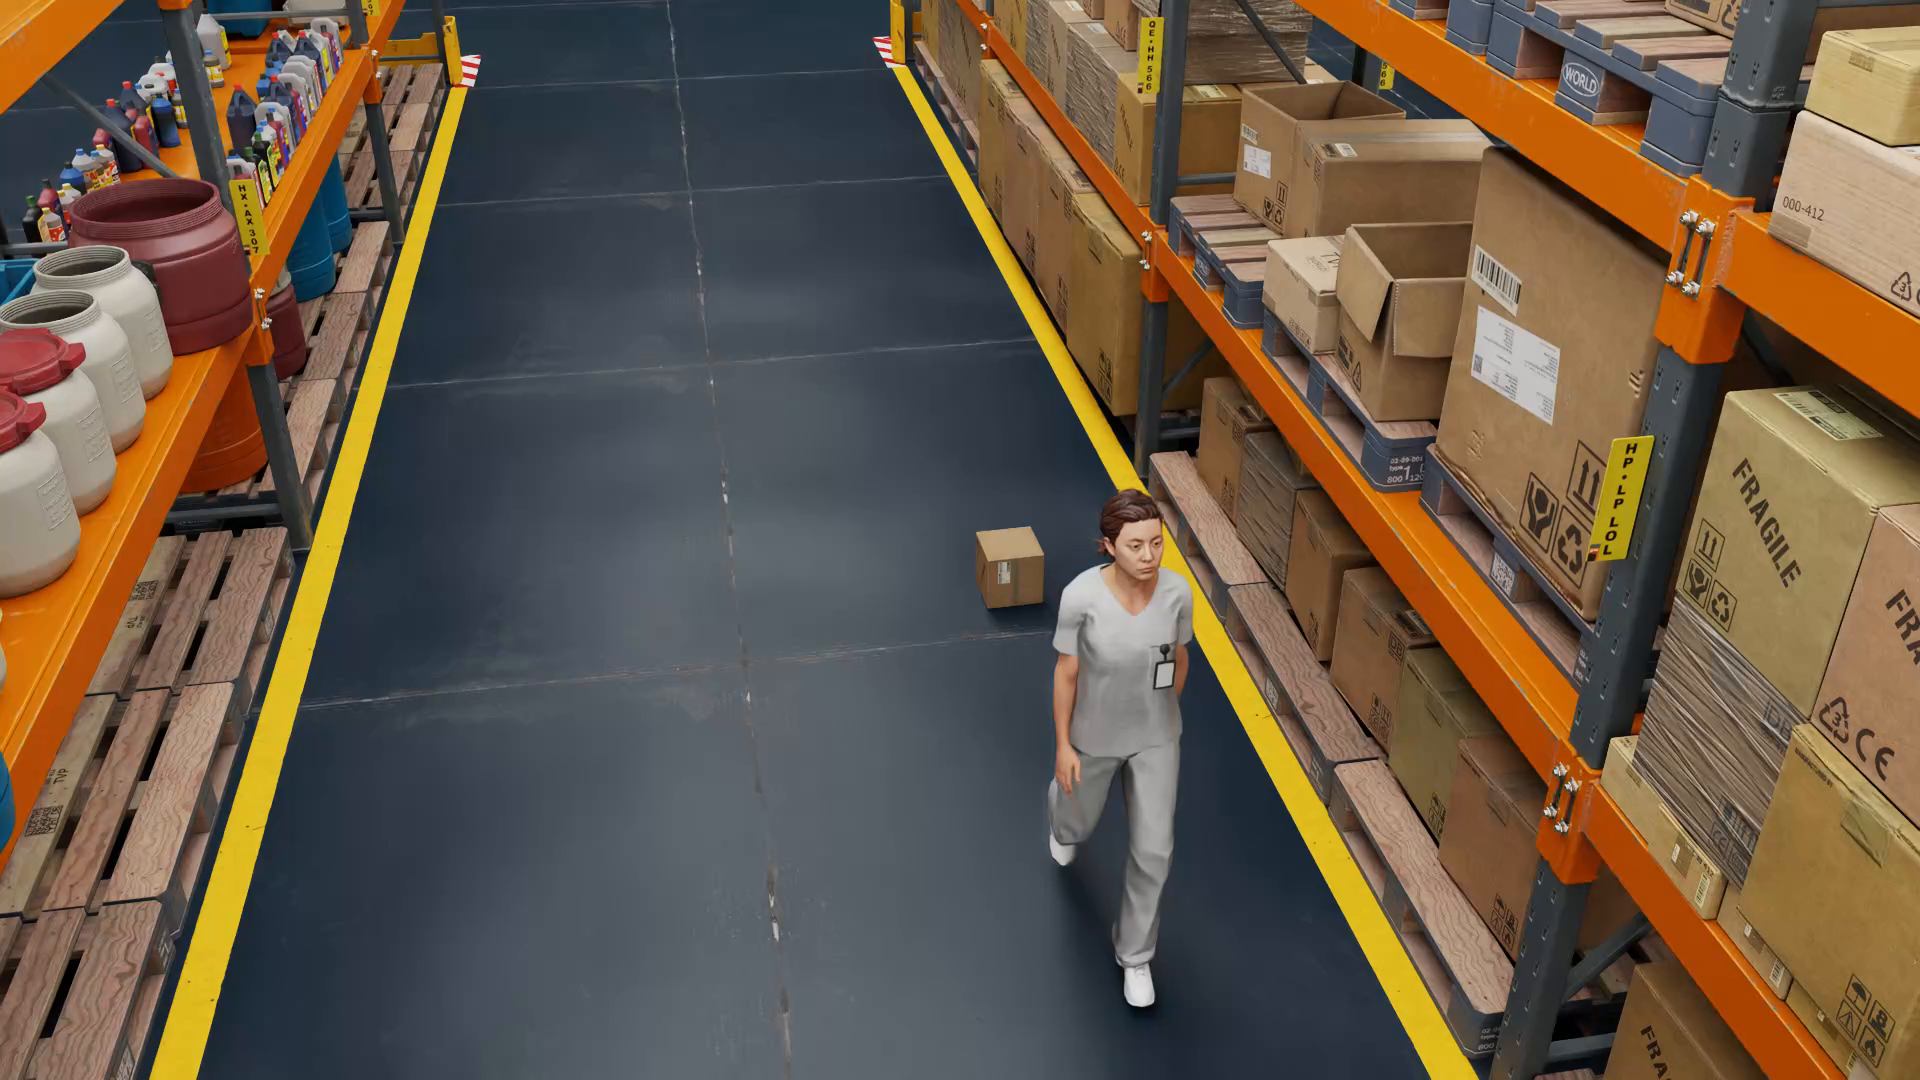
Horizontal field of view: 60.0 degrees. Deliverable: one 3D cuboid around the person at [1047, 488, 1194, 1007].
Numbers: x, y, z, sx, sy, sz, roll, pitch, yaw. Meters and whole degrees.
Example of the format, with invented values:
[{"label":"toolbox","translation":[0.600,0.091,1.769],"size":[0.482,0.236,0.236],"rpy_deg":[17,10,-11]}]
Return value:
[{"label":"person","translation":[0.490,0.569,5.160],"size":[0.438,1.635,0.872],"rpy_deg":[-3,31,-4]}]
